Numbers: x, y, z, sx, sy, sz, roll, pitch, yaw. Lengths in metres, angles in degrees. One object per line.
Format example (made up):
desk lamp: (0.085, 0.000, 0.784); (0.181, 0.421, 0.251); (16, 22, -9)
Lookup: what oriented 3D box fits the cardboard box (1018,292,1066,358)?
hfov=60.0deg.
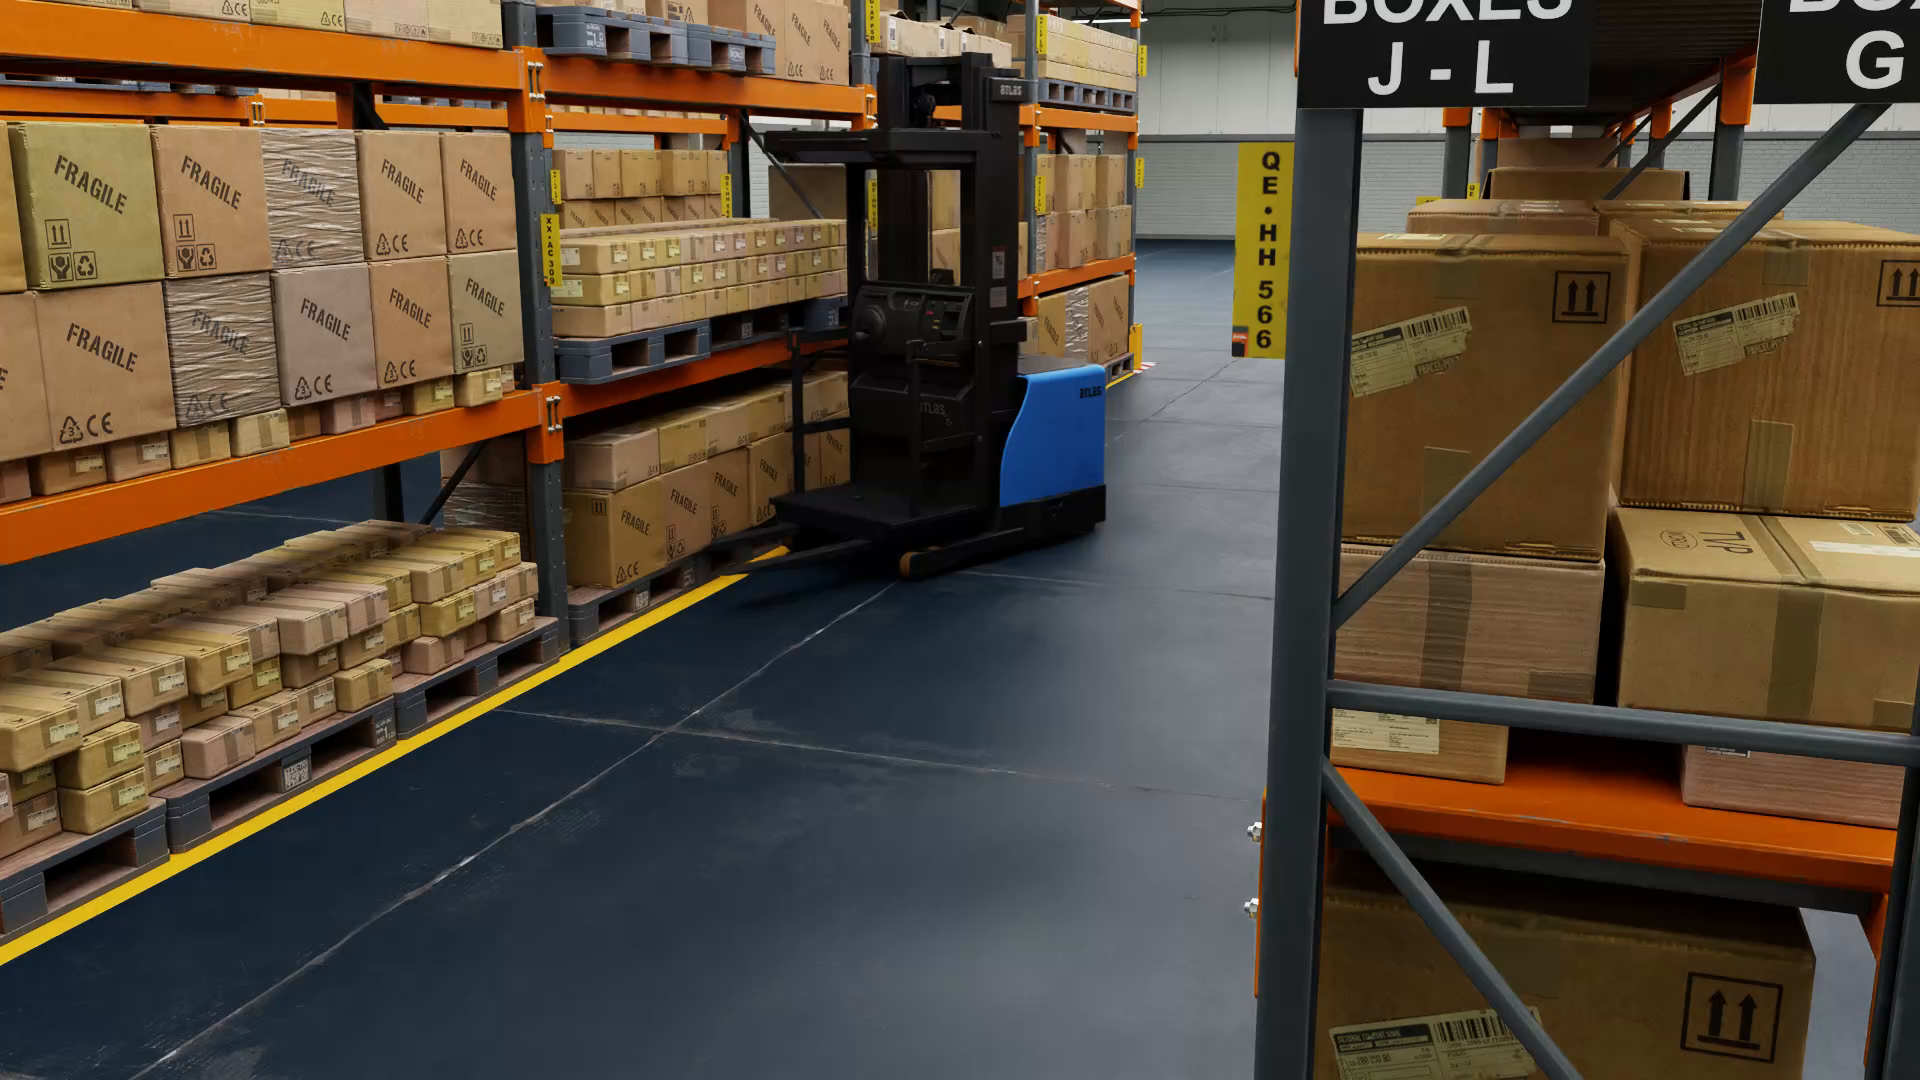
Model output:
cardboard box: (0.472, -1.920, 15.989); (0.875, 0.875, 0.875); (5, 14, 19)

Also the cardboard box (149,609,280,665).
cardboard box: (-2.792, 0.374, 6.234); (0.380, 0.149, 0.250); (4, 14, 19)

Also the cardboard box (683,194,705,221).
cardboard box: (-3.302, -3.755, 19.307); (0.500, 0.500, 0.500); (4, 14, 19)

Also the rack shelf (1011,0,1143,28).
rack shelf: (0.849, -5.424, 16.543); (1.077, 0.370, 4.000); (4, 14, 18)

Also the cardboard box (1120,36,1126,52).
cardboard box: (1.543, -5.246, 17.594); (0.380, 0.149, 0.250); (5, 14, 19)

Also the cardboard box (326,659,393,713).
cardboard box: (-2.526, 0.571, 6.707); (0.380, 0.149, 0.250); (4, 14, 18)

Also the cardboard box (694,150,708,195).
cardboard box: (-3.350, -4.253, 19.239); (0.700, 0.500, 0.500); (4, 14, 19)

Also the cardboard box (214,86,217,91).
cardboard box: (-5.906, -3.538, 13.070); (0.380, 0.149, 0.250); (4, 14, 18)

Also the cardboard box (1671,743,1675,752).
cardboard box: (1.488, 0.299, 3.002); (0.380, 0.149, 0.250); (4, 13, 18)

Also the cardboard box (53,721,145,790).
cardboard box: (-2.945, 0.694, 5.502); (0.380, 0.149, 0.250); (5, 14, 20)

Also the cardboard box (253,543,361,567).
cardboard box: (-2.874, 0.124, 7.329); (0.380, 0.149, 0.250); (4, 14, 18)

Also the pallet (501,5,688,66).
pallet: (-2.086, -2.432, 8.084); (1.213, 0.211, 1.003); (4, 14, 18)

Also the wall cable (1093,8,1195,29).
wall cable: (5.475, -14.596, 49.841); (3.097, 2.526, 0.112); (4, 14, 18)

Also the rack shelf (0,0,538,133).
rack shelf: (-3.034, -1.630, 5.762); (1.077, 0.370, 4.000); (4, 14, 18)

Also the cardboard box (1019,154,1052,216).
cardboard box: (0.354, -3.298, 15.433); (0.875, 0.550, 0.550); (4, 14, 18)

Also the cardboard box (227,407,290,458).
cardboard box: (-2.695, -0.405, 6.087); (0.380, 0.149, 0.250); (5, 14, 20)

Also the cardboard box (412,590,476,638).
cardboard box: (-2.333, 0.306, 7.201); (0.380, 0.149, 0.250); (4, 13, 16)

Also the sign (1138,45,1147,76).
sign: (2.005, -5.279, 18.323); (0.100, 0.325, 0.005); (4, 14, 18)

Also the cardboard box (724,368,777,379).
cardboard box: (-1.545, -1.005, 11.139); (0.500, 0.250, 0.500); (4, 13, 16)

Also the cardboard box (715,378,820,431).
cardboard box: (-1.219, -0.863, 10.516); (0.500, 0.250, 0.500); (5, 14, 19)

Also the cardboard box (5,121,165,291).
cardboard box: (-2.938, -1.068, 5.286); (0.500, 0.500, 0.500); (4, 13, 17)

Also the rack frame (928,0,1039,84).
rack frame: (0.202, -5.548, 14.573); (1.000, 3.000, 0.127); (4, 14, 18)

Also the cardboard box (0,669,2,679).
cardboard box: (-3.506, 0.506, 5.655); (0.380, 0.149, 0.250); (4, 13, 16)

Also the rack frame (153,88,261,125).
rack frame: (-5.809, -2.116, 13.019); (1.000, 3.000, 0.127); (4, 14, 18)

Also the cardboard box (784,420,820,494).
cardboard box: (-1.229, -0.501, 10.615); (0.500, 0.500, 0.500); (5, 14, 21)

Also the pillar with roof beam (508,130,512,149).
pillar with roof beam: (-2.982, -7.954, 25.113); (9.100, 9.000, 0.400); (4, 14, 18)

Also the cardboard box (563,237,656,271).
cardboard box: (-1.739, -1.420, 8.253); (0.380, 0.149, 0.250); (5, 14, 20)

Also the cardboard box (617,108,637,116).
cardboard box: (-3.682, -4.612, 17.775); (0.380, 0.149, 0.250); (4, 13, 17)

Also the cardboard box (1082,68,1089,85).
cardboard box: (1.052, -4.537, 16.281); (0.380, 0.149, 0.250); (4, 14, 18)

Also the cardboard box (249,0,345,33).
cardboard box: (-2.626, -1.994, 6.080); (0.500, 0.250, 0.500); (4, 14, 18)

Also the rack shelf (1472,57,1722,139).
rack shelf: (2.921, -2.093, 7.794); (1.077, 0.370, 4.000); (4, 14, 18)

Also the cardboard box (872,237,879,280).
cardboard box: (-0.692, -1.905, 11.869); (0.500, 0.500, 0.500); (5, 14, 19)

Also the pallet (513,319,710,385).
pallet: (-2.002, -0.996, 8.541); (1.003, 0.211, 1.213); (4, 14, 18)

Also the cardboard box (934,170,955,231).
cardboard box: (-0.446, -2.734, 13.252); (0.700, 0.500, 0.500); (4, 14, 18)

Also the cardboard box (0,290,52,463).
cardboard box: (-3.125, -0.480, 4.955); (0.500, 0.500, 0.500); (4, 14, 19)

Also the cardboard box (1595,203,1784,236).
cardboard box: (2.212, -0.777, 5.134); (0.500, 0.500, 0.500); (4, 14, 19)

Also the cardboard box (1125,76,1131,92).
cardboard box: (1.627, -4.912, 17.921); (0.380, 0.149, 0.250); (4, 14, 19)

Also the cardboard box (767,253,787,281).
cardboard box: (-1.237, -1.600, 9.709); (0.380, 0.149, 0.250); (5, 14, 20)

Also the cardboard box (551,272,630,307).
cardboard box: (-1.824, -1.216, 8.027); (0.380, 0.149, 0.250); (5, 14, 19)

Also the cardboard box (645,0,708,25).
cardboard box: (-1.762, -2.972, 8.852); (0.797, 0.503, 0.637); (4, 14, 18)

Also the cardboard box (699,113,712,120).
cardboard box: (-3.121, -4.991, 19.436); (0.380, 0.149, 0.250); (4, 14, 19)

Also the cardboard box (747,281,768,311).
cardboard box: (-1.322, -1.399, 9.498); (0.380, 0.149, 0.250); (4, 13, 16)

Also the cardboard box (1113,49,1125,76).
cardboard box: (1.439, -5.025, 17.522); (0.500, 0.250, 0.500); (4, 14, 19)

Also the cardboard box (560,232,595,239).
cardboard box: (-2.185, -1.576, 8.936); (0.380, 0.149, 0.250); (4, 14, 18)

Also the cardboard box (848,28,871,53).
cardboard box: (-0.833, -3.433, 11.445); (0.380, 0.149, 0.250); (4, 13, 16)

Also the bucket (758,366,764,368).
bucket: (-1.936, -1.963, 16.289); (0.726, 0.611, 0.620); (10, 26, 38)

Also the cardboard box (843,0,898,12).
cardboard box: (-0.795, -3.932, 12.840); (0.500, 0.500, 0.500); (4, 14, 18)

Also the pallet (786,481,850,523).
pallet: (-1.347, -0.257, 11.141); (1.003, 0.211, 1.213); (4, 14, 18)

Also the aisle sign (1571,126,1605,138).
aisle sign: (6.461, -4.346, 16.946); (0.394, 0.787, 0.004); (4, 14, 18)

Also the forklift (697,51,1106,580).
forklift: (-0.434, -1.327, 9.717); (1.130, 2.935, 3.031); (12, 17, 42)

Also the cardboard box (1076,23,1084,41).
cardboard box: (0.969, -4.873, 15.958); (0.380, 0.149, 0.250); (5, 14, 19)

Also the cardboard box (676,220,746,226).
cardboard box: (-1.593, -1.962, 10.627); (0.380, 0.149, 0.250); (4, 14, 18)

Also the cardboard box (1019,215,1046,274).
cardboard box: (0.310, -2.775, 15.568); (0.875, 0.550, 0.550); (4, 14, 18)

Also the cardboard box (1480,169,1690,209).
cardboard box: (2.473, -1.233, 6.672); (0.797, 0.503, 0.637); (4, 13, 17)

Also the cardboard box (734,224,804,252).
cardboard box: (-1.152, -1.803, 9.929); (0.380, 0.149, 0.250); (4, 14, 18)
